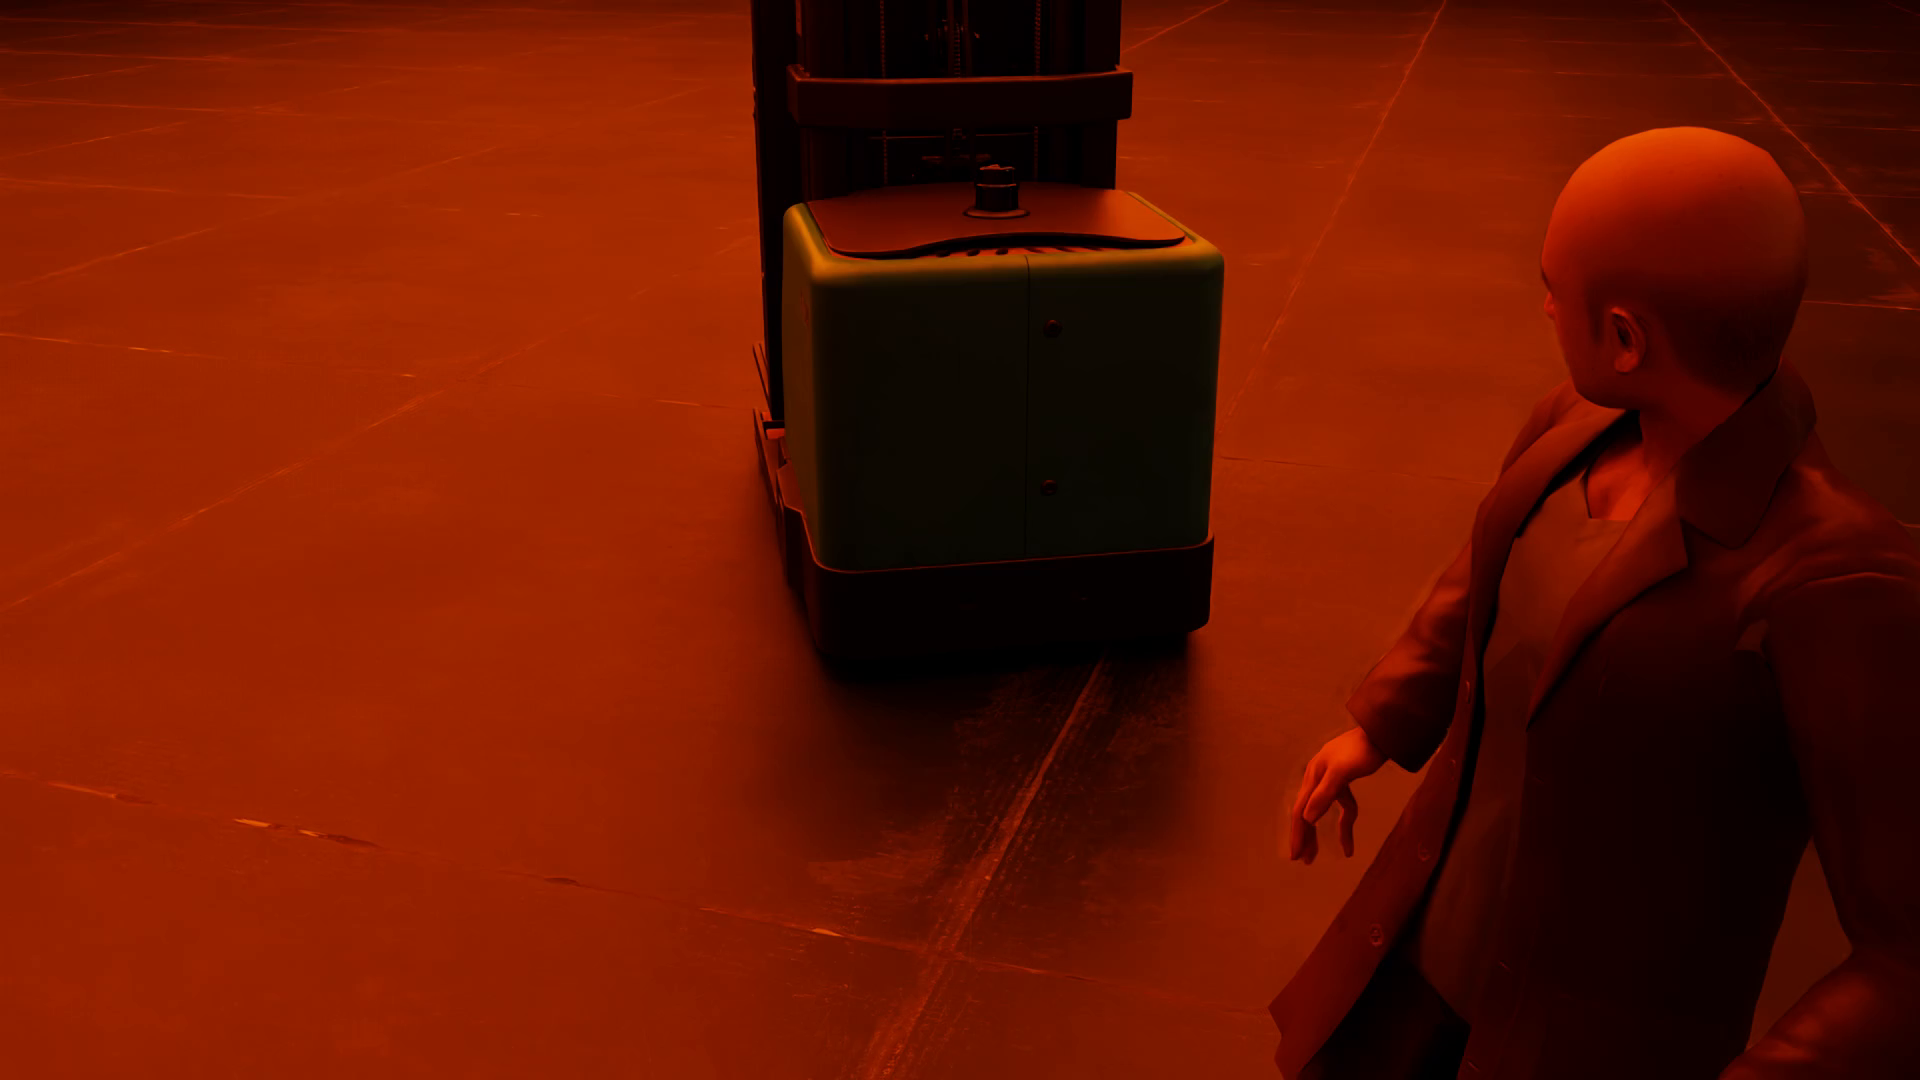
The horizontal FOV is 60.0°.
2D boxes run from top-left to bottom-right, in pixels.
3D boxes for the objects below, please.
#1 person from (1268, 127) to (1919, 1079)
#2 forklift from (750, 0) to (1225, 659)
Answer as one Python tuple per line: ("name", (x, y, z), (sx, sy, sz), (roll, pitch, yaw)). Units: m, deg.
("person", (0.555, 0.476, 1.677), (0.555, 1.756, 0.794), (-8, 24, -19))
("forklift", (-0.112, -1.584, 5.116), (1.130, 2.935, 3.031), (-4, 23, -10))
